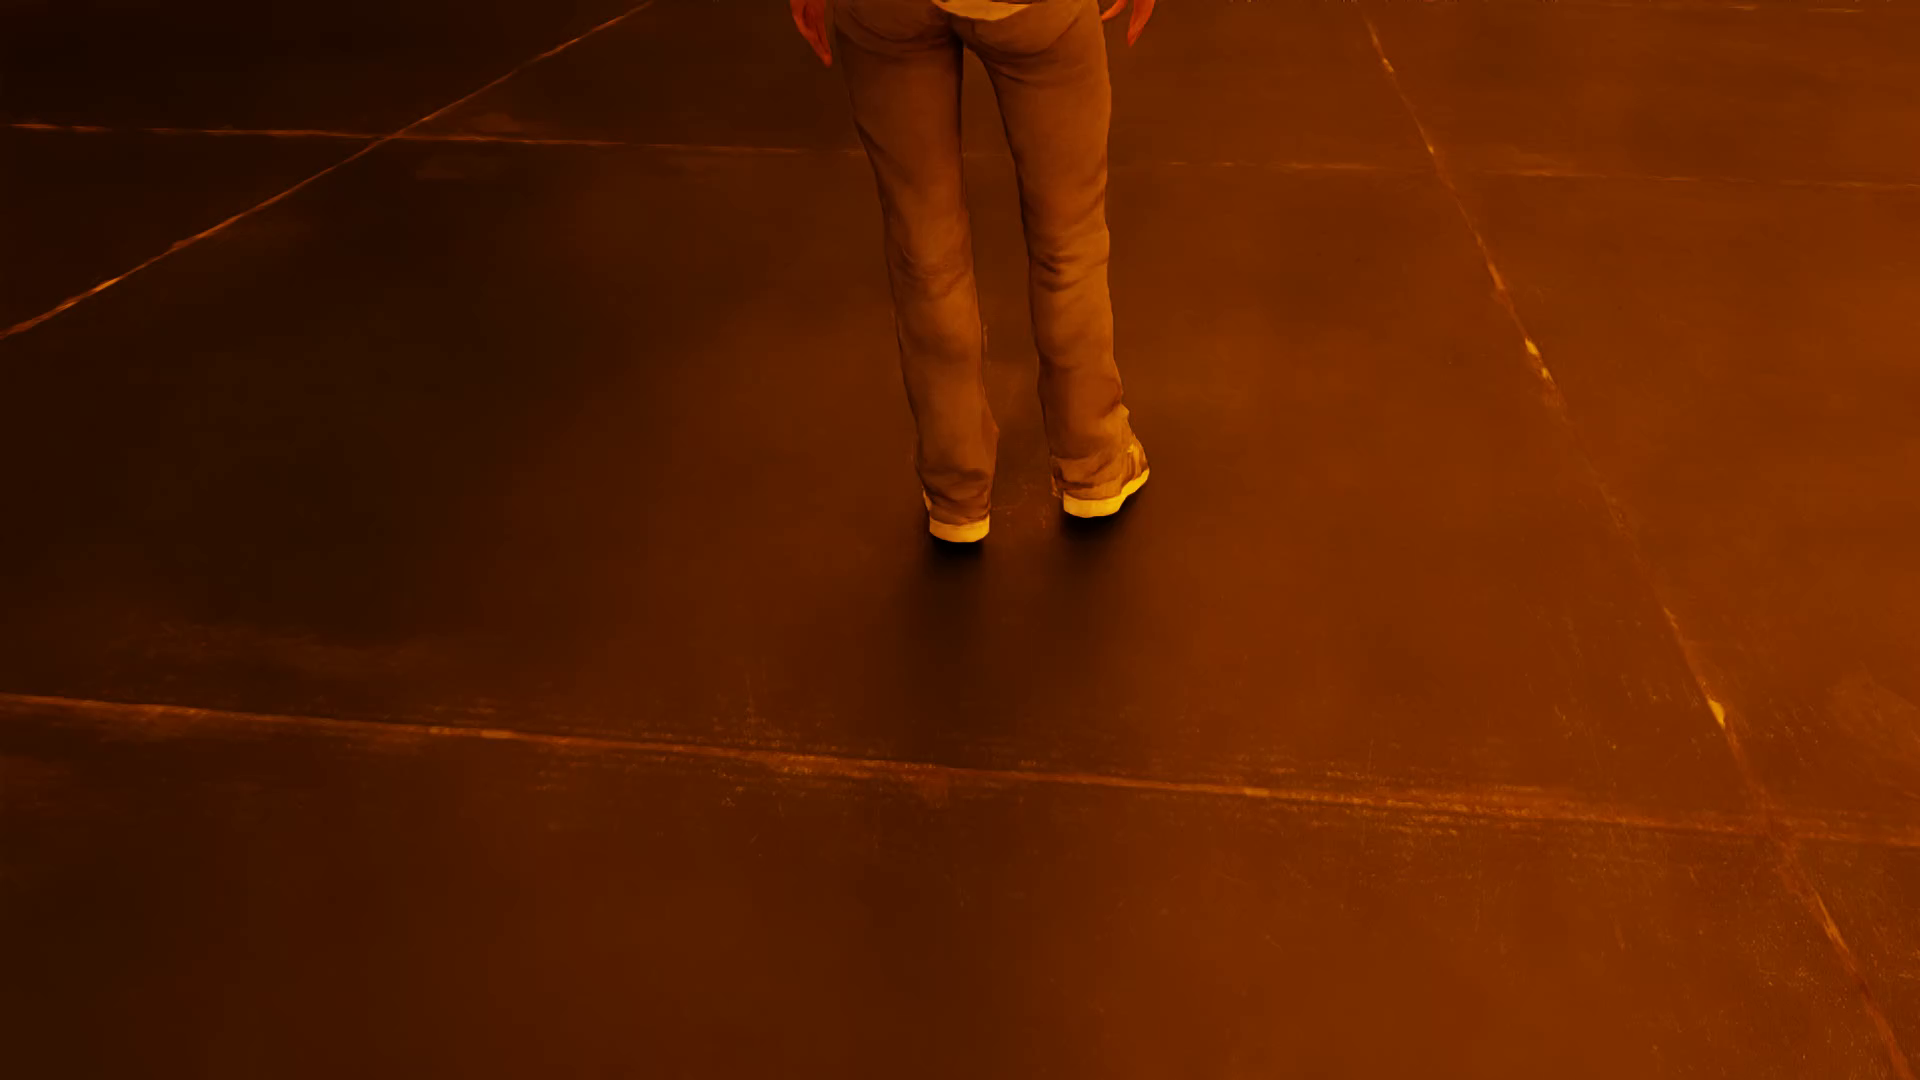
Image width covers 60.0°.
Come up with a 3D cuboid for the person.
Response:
[{"bbox_3d":[0.023,-0.753,2.204,0.521,1.597,0.474,3,27,7],"label":"person"}]
